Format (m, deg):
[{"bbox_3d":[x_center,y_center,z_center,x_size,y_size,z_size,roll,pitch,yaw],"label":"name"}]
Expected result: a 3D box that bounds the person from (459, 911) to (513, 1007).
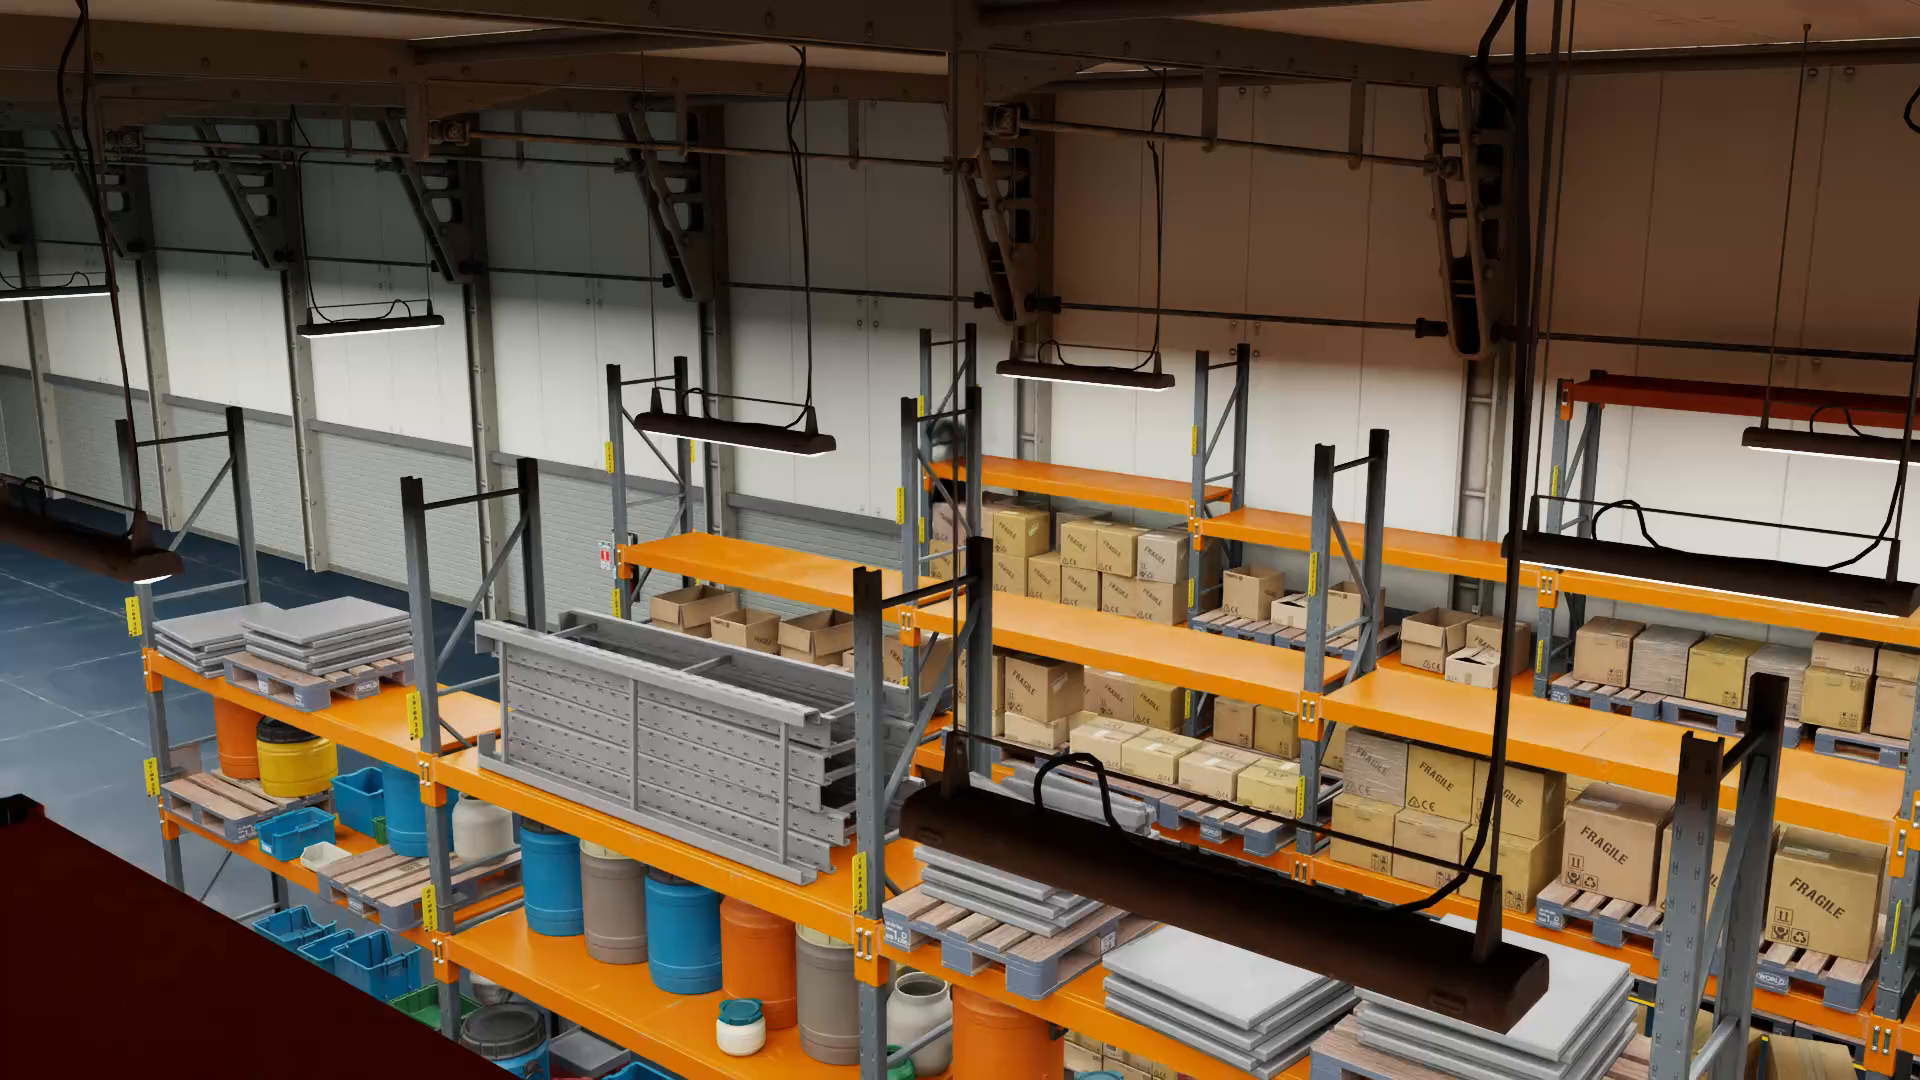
[{"bbox_3d":[-4.167,3.901,14.836,0.989,1.754,0.700,8,15,31],"label":"person"}]
